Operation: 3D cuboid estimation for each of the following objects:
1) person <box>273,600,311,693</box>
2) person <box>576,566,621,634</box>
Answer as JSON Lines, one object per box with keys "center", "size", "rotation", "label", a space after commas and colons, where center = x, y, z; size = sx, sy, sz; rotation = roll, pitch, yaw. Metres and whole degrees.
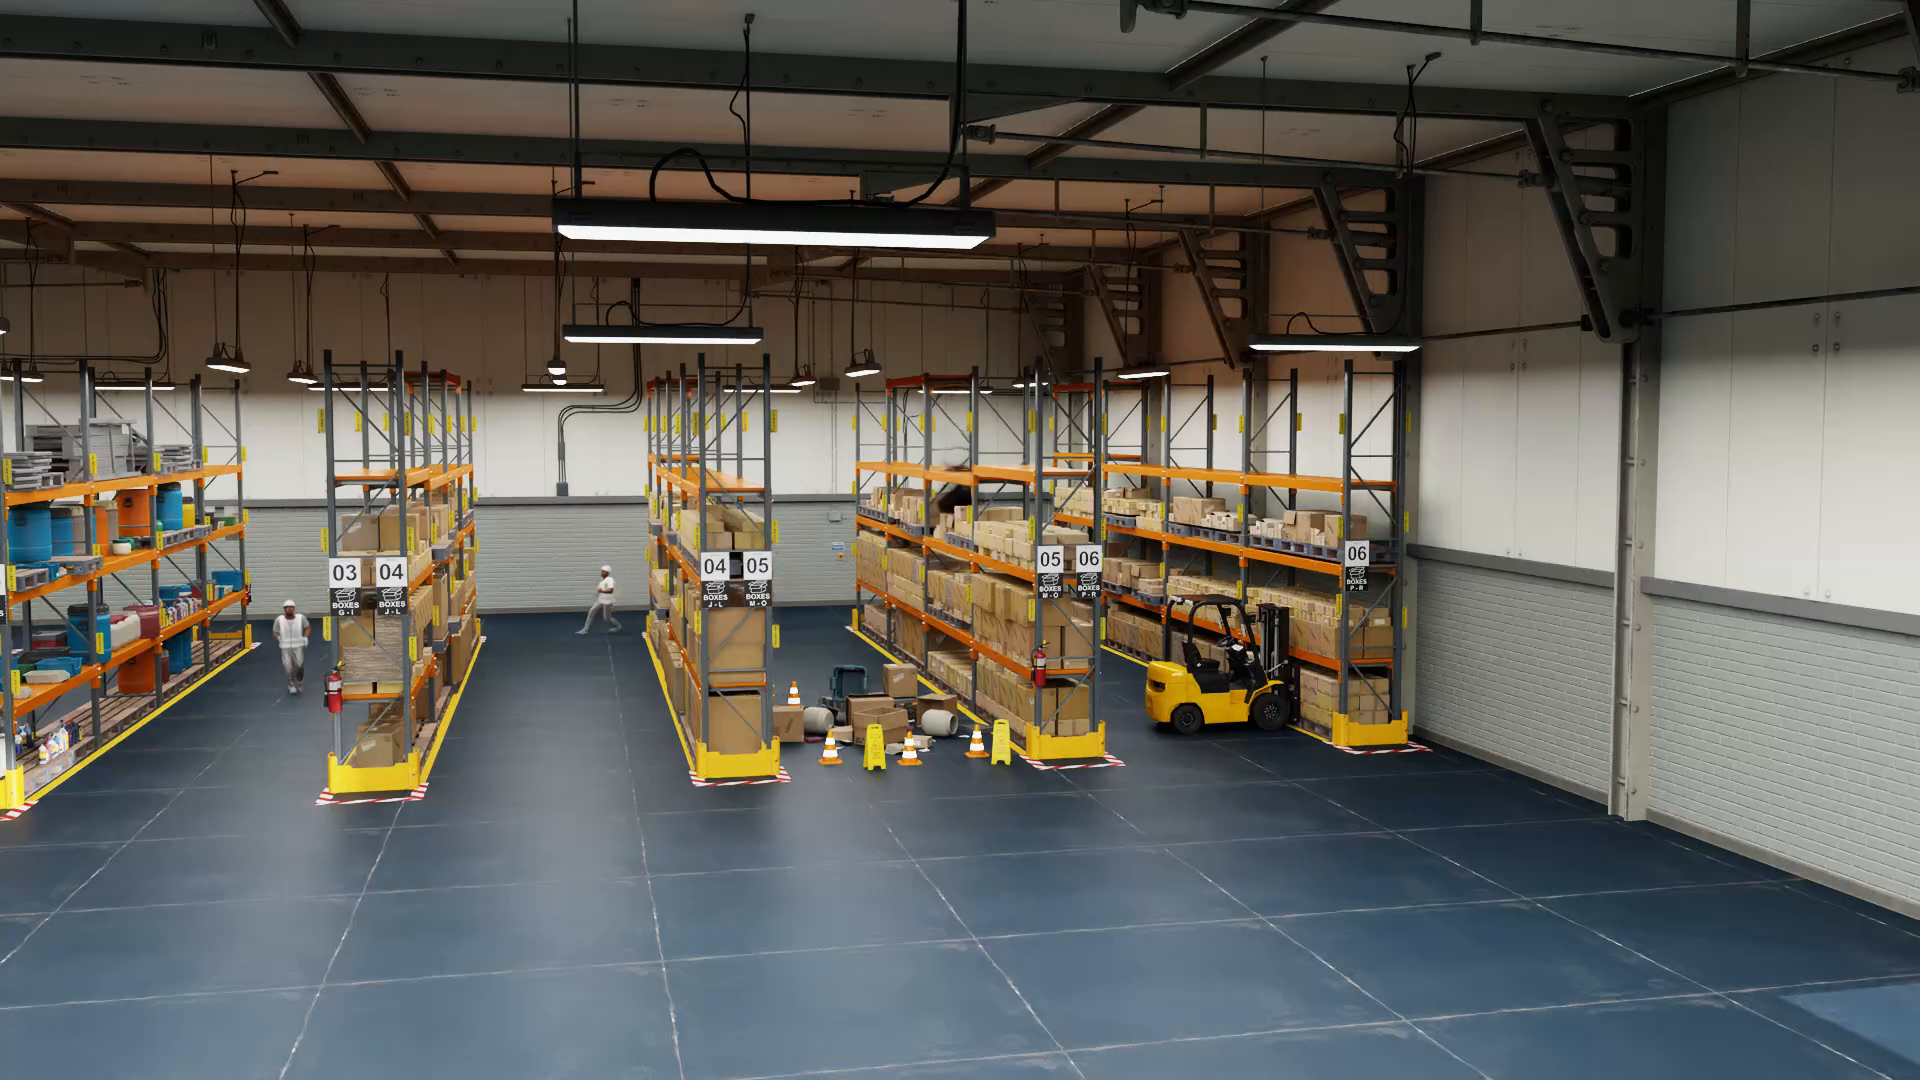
{"center": [-12.324, 1.981, 30.675], "size": [0.653, 1.735, 0.615], "rotation": [-1, 4, -20], "label": "person"}
{"center": [-8.471, 1.428, 39.440], "size": [1.109, 1.632, 0.758], "rotation": [-4, 5, -43], "label": "person"}
